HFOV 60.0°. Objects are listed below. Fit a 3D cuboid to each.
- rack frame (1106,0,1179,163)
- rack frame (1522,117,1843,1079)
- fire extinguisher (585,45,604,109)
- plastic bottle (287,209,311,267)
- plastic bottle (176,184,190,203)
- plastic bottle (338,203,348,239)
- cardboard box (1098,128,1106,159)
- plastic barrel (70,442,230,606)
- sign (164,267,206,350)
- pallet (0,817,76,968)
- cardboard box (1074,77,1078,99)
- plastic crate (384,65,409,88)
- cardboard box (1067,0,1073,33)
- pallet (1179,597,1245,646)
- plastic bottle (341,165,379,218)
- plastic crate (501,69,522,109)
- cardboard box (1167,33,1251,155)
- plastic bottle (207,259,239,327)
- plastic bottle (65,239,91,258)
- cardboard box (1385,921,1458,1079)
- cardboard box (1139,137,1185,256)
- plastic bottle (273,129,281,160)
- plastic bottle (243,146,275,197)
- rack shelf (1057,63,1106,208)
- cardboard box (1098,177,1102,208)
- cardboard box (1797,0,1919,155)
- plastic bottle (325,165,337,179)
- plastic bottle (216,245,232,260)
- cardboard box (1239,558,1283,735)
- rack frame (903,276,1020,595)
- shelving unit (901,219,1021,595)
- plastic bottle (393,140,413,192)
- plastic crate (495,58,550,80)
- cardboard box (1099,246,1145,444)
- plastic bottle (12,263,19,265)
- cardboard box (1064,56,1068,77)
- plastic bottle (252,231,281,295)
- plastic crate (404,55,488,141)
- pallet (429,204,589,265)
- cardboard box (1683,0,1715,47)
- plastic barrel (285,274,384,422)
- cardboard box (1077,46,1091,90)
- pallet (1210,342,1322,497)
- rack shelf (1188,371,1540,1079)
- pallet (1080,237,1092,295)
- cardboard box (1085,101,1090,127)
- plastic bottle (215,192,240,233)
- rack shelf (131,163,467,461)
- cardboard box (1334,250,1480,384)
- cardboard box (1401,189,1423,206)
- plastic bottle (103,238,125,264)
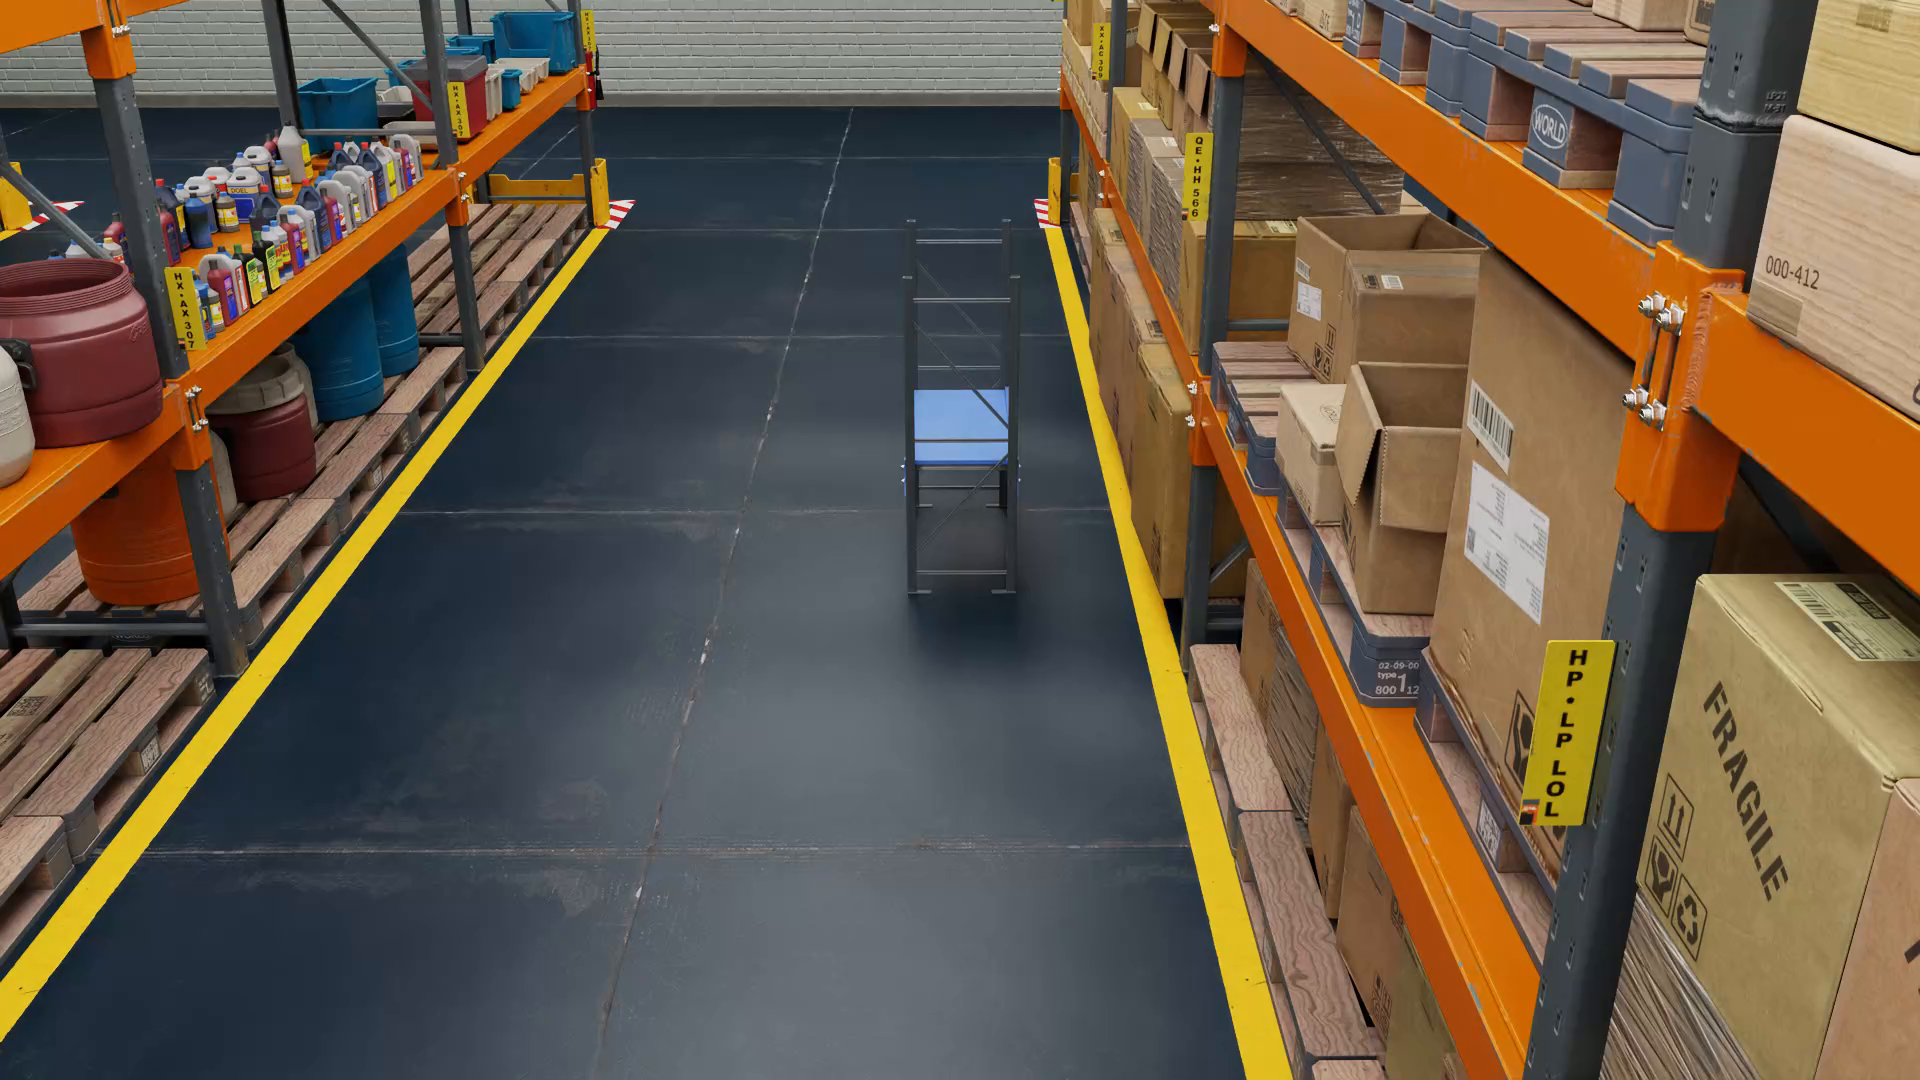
[{"bbox_3d":[1.394,-2.474,10.080,1.000,3.000,0.127,0,24,-1],"label":"rack frame"},{"bbox_3d":[1.481,0.822,2.792,1.000,3.000,0.127,0,24,-1],"label":"rack frame"},{"bbox_3d":[-3.150,-3.959,13.910,0.296,0.674,0.183,0,24,-1],"label":"fire extinguisher"},{"bbox_3d":[-3.183,-1.449,7.969,0.097,0.271,0.097,0,24,0],"label":"plastic bottle"},{"bbox_3d":[-3.948,-1.676,8.471,0.097,0.271,0.097,0,24,0],"label":"plastic bottle"},{"bbox_3d":[-3.189,-1.643,8.485,0.097,0.201,0.097,0,24,0],"label":"plastic bottle"},{"bbox_3d":[1.063,-2.484,10.407,0.380,0.149,0.250,0,24,0],"label":"cardboard box"},{"bbox_3d":[-3.537,-0.208,7.193,0.600,0.830,0.708,0,24,-1],"label":"plastic barrel"},{"bbox_3d":[-2.965,-0.883,6.365,0.100,0.325,0.005,0,24,-1],"label":"sign"},{"bbox_3d":[-3.535,1.288,5.147,1.003,0.211,1.213,0,24,-1],"label":"pallet"},{"bbox_3d":[1.041,-3.330,12.278,0.380,0.149,0.250,-1,24,-1],"label":"cardboard box"},{"bbox_3d":[-3.911,-3.282,11.996,0.416,0.233,0.300,0,24,-1],"label":"plastic crate"},{"bbox_3d":[1.091,-4.126,12.644,0.500,0.500,0.500,-1,24,-2],"label":"cardboard box"},{"bbox_3d":[1.504,0.119,7.730,1.003,0.211,1.213,0,24,-1],"label":"pallet"},{"bbox_3d":[-3.222,-1.876,8.909,0.152,0.276,0.135,0,24,-1],"label":"plastic bottle"},{"bbox_3d":[-3.324,-3.206,11.829,0.416,0.233,0.300,0,24,-1],"label":"plastic crate"},{"bbox_3d":[1.428,-2.175,8.080,0.797,0.503,0.637,1,24,1],"label":"cardboard box"},{"bbox_3d":[-3.155,-1.066,7.108,0.061,0.283,0.133,0,24,-1],"label":"plastic bottle"},{"bbox_3d":[-3.936,-1.213,7.448,0.097,0.271,0.097,0,24,0],"label":"plastic bottle"},{"bbox_3d":[1.510,1.311,4.211,0.700,0.500,0.500,0,24,-1],"label":"cardboard box"},{"bbox_3d":[1.171,-1.703,8.254,0.500,0.500,0.500,0,24,0],"label":"cardboard box"},{"bbox_3d":[-3.981,-2.246,9.717,0.061,0.283,0.133,0,24,-1],"label":"plastic bottle"},{"bbox_3d":[-3.931,-2.052,9.298,0.152,0.276,0.135,0,24,-1],"label":"plastic bottle"},{"bbox_3d":[1.372,-2.970,12.051,1.077,0.370,4.000,0,24,-1],"label":"rack shelf"},{"bbox_3d":[1.457,-2.341,11.854,0.875,0.875,0.875,0,24,-1],"label":"cardboard box"},{"bbox_3d":[1.177,-0.522,1.823,0.380,0.149,0.250,-1,24,-2],"label":"cardboard box"},{"bbox_3d":[-3.346,-1.866,8.891,0.097,0.271,0.097,0,24,0],"label":"plastic bottle"},{"bbox_3d":[-3.236,-1.163,7.338,0.097,0.271,0.097,0,24,0],"label":"plastic bottle"},{"bbox_3d":[1.465,0.389,6.250,0.700,0.500,0.500,-2,24,-3],"label":"cardboard box"},{"bbox_3d":[0.006,-0.439,7.400,0.500,1.500,0.032,0,24,-1],"label":"rack frame"},{"bbox_3d":[0.001,-0.648,7.863,0.538,1.500,1.048,0,24,-1],"label":"shelving unit"},{"bbox_3d":[-3.183,-2.143,9.489,0.061,0.283,0.133,0,24,-1],"label":"plastic bottle"},{"bbox_3d":[-3.412,-3.672,12.976,0.396,0.136,0.243,0,24,-1],"label":"plastic crate"},{"bbox_3d":[1.432,-1.066,9.035,1.225,0.875,0.875,-1,24,-2],"label":"cardboard box"},{"bbox_3d":[-3.949,-1.010,6.985,0.061,0.283,0.133,0,24,-1],"label":"plastic bottle"},{"bbox_3d":[1.028,-3.754,13.216,0.380,0.149,0.250,-1,24,-1],"label":"cardboard box"},{"bbox_3d":[-3.160,-1.271,7.563,0.061,0.283,0.133,0,24,-1],"label":"plastic bottle"},{"bbox_3d":[-3.318,-2.877,10.822,0.402,0.464,0.583,0,24,-1],"label":"plastic crate"},{"bbox_3d":[-3.632,-2.490,13.498,1.003,0.211,1.213,0,24,-1],"label":"pallet"},{"bbox_3d":[1.575,-0.977,2.495,0.797,0.503,0.637,-1,24,-3],"label":"cardboard box"},{"bbox_3d":[-3.562,-1.171,9.236,0.600,0.901,0.708,0,24,-1],"label":"plastic barrel"},{"bbox_3d":[1.111,-3.354,11.848,0.500,0.250,0.500,-1,24,-2],"label":"cardboard box"},{"bbox_3d":[1.552,-0.445,5.827,1.213,0.211,1.003,0,24,-1],"label":"pallet"},{"bbox_3d":[1.459,0.326,4.762,1.077,0.370,4.000,0,24,-1],"label":"rack shelf"},{"bbox_3d":[1.448,-2.021,12.463,1.003,0.211,1.213,0,24,-1],"label":"pallet"},{"bbox_3d":[1.051,-2.908,11.344,0.380,0.149,0.250,0,24,0],"label":"cardboard box"},{"bbox_3d":[-3.797,-1.700,8.610,0.097,0.201,0.097,0,24,0],"label":"plastic bottle"},{"bbox_3d":[-3.537,-1.300,8.357,1.077,0.370,4.000,0,24,-1],"label":"rack shelf"},{"bbox_3d":[1.590,-0.611,5.330,0.700,0.500,0.500,3,25,7],"label":"cardboard box"},{"bbox_3d":[1.696,-1.285,7.331,0.500,0.500,0.500,-1,24,-2],"label":"cardboard box"},{"bbox_3d":[-3.939,-1.301,7.729,0.097,0.201,0.097,0,24,0],"label":"plastic bottle"}]
